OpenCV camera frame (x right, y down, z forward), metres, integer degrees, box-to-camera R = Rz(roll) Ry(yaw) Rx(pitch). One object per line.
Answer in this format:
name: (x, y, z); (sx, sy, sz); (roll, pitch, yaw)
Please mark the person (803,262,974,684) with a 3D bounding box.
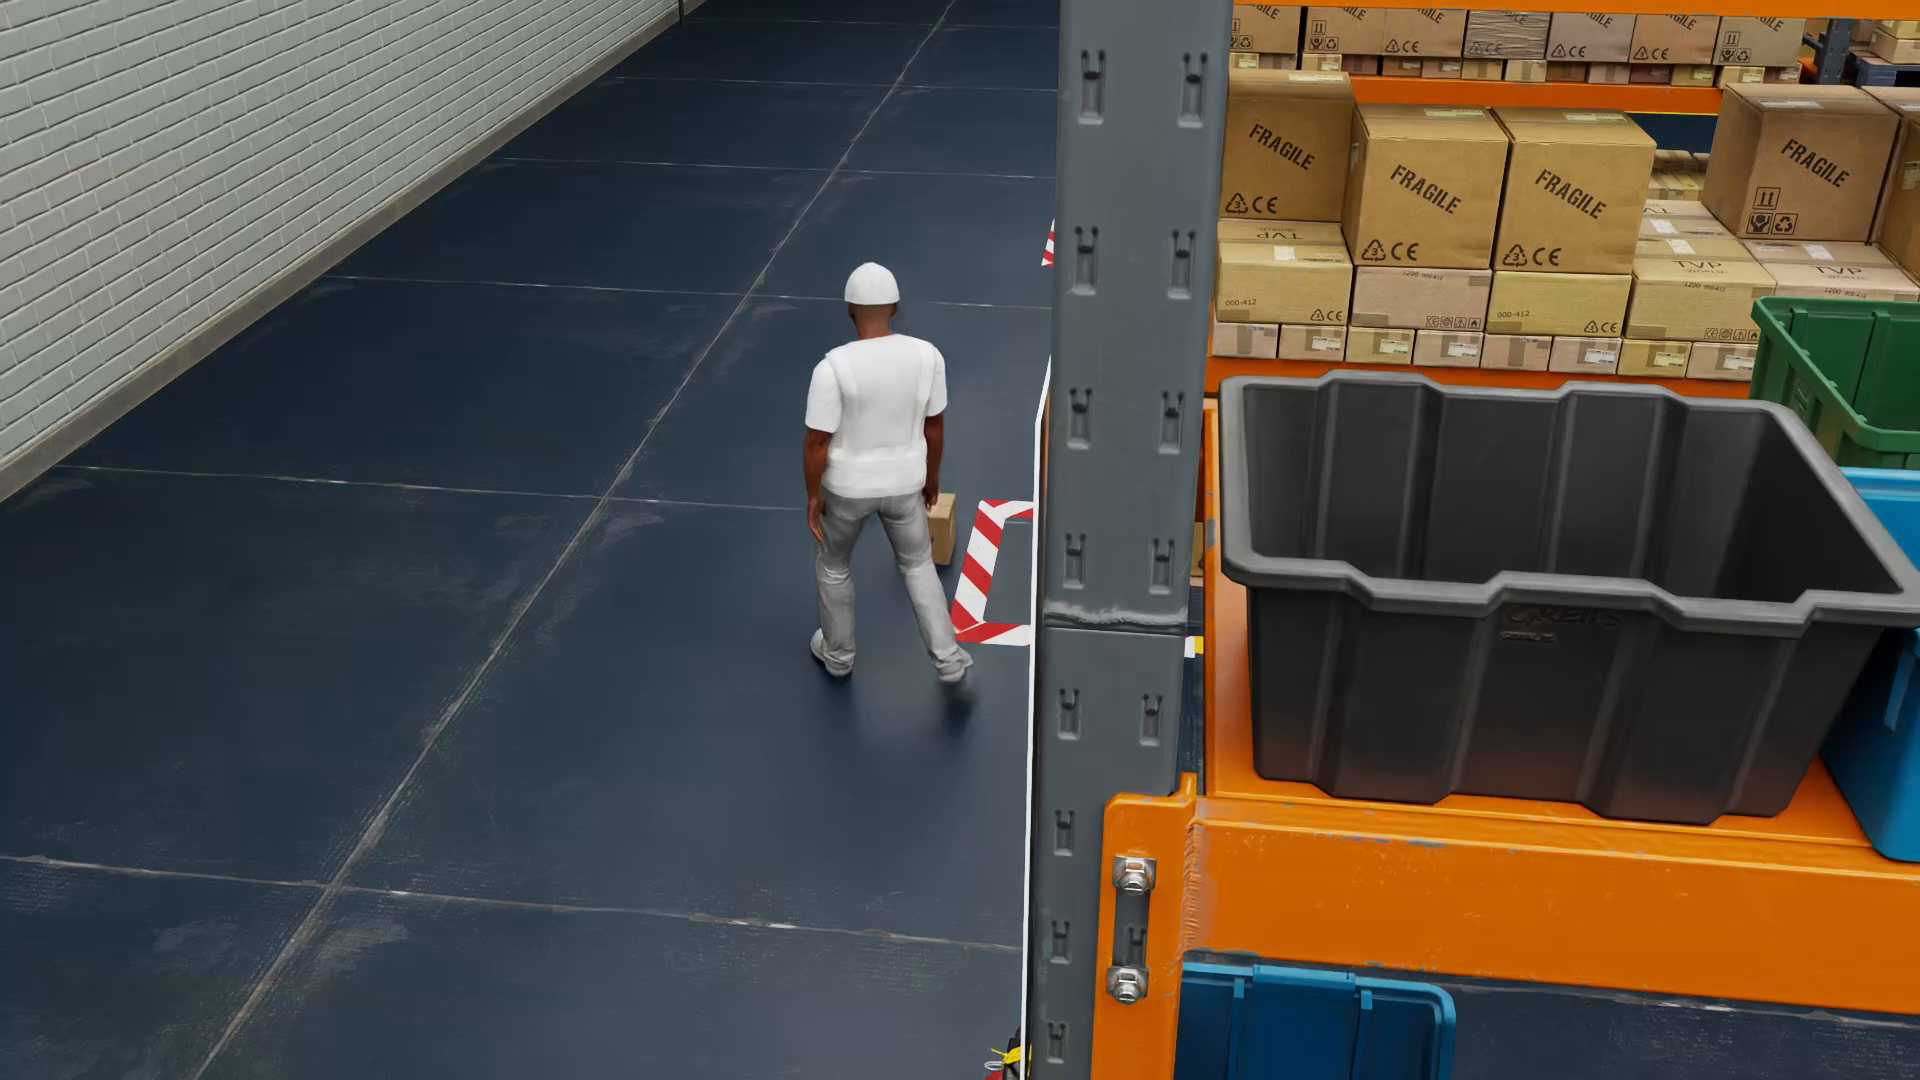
person: (-0.300, -0.201, 6.484); (0.610, 1.741, 0.737); (-11, 30, -19)
